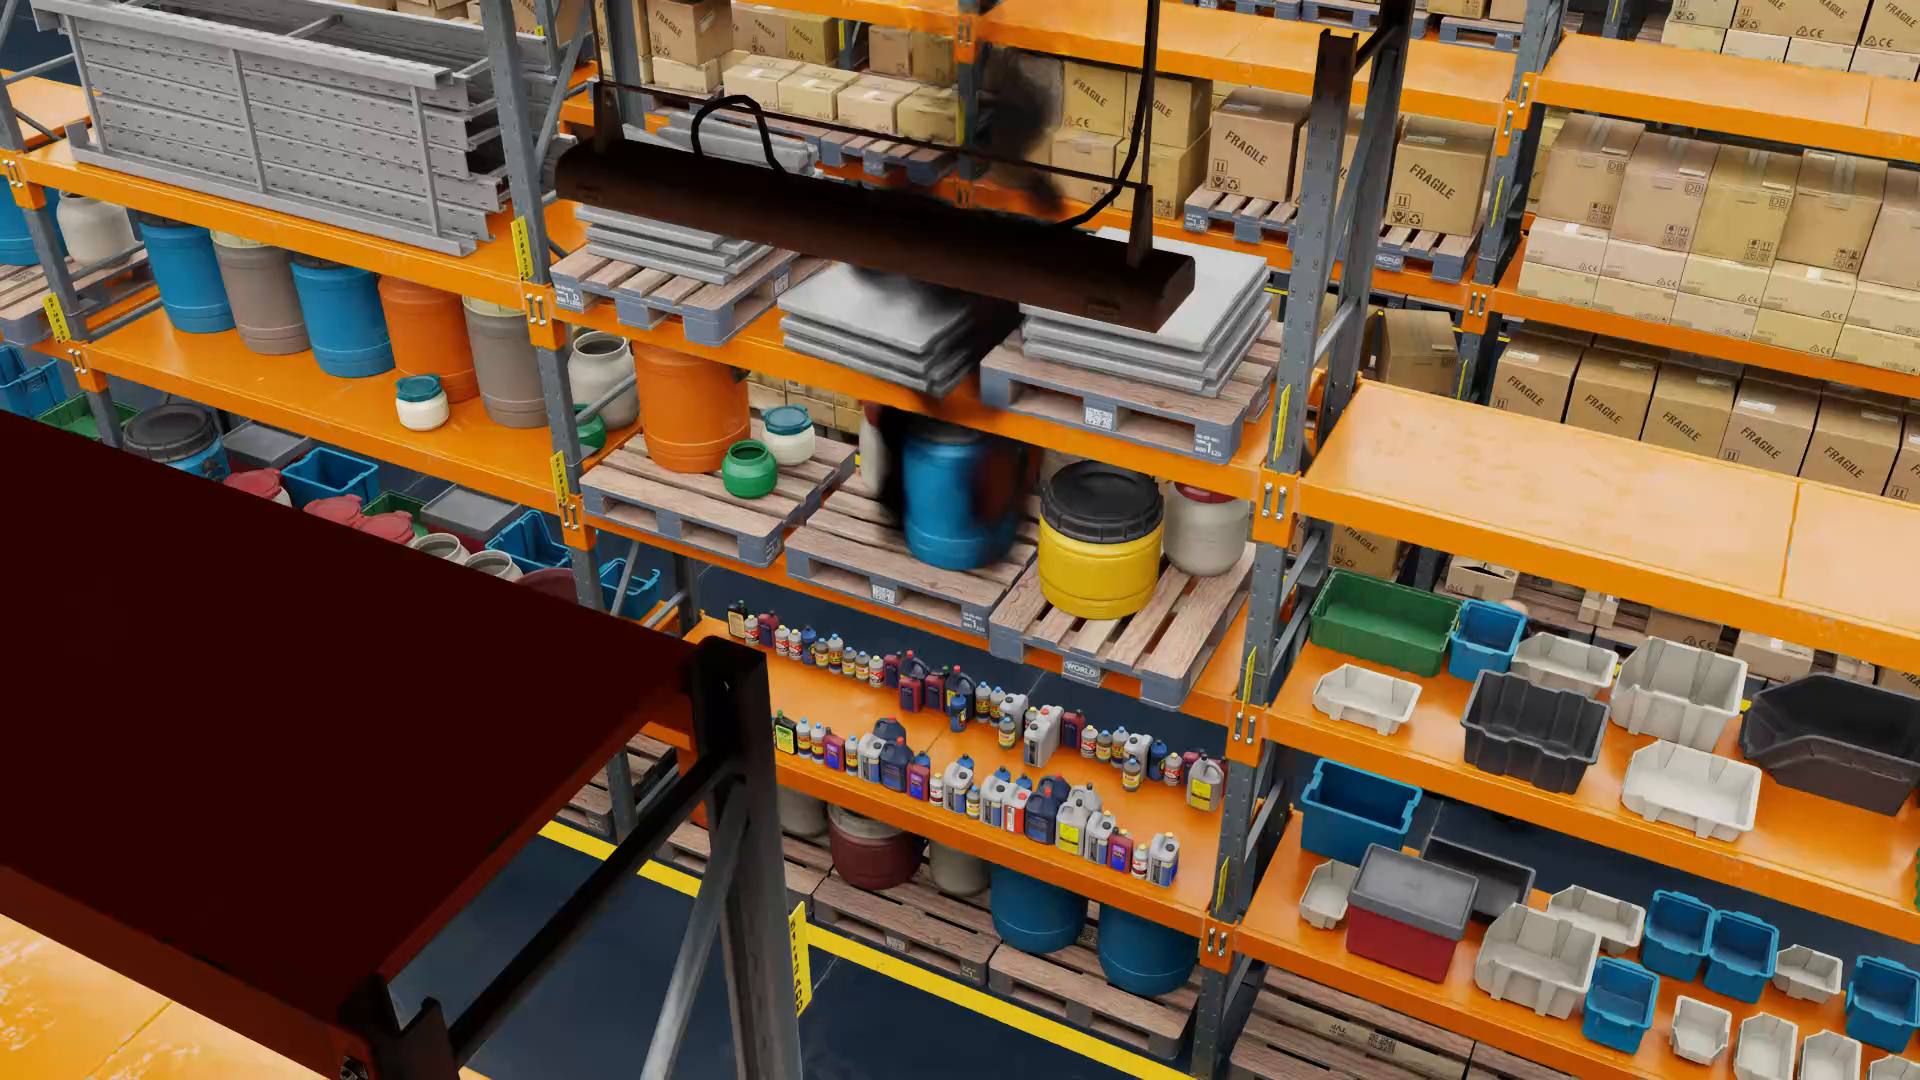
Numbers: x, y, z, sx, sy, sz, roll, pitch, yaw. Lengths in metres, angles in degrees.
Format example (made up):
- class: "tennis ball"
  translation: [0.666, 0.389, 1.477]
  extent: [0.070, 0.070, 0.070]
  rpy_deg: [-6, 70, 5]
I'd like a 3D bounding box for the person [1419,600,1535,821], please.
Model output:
- class: "person"
  translation: [3.405, 1.090, 10.784]
  extent: [0.921, 1.738, 0.644]
  rpy_deg: [11, 36, 15]
